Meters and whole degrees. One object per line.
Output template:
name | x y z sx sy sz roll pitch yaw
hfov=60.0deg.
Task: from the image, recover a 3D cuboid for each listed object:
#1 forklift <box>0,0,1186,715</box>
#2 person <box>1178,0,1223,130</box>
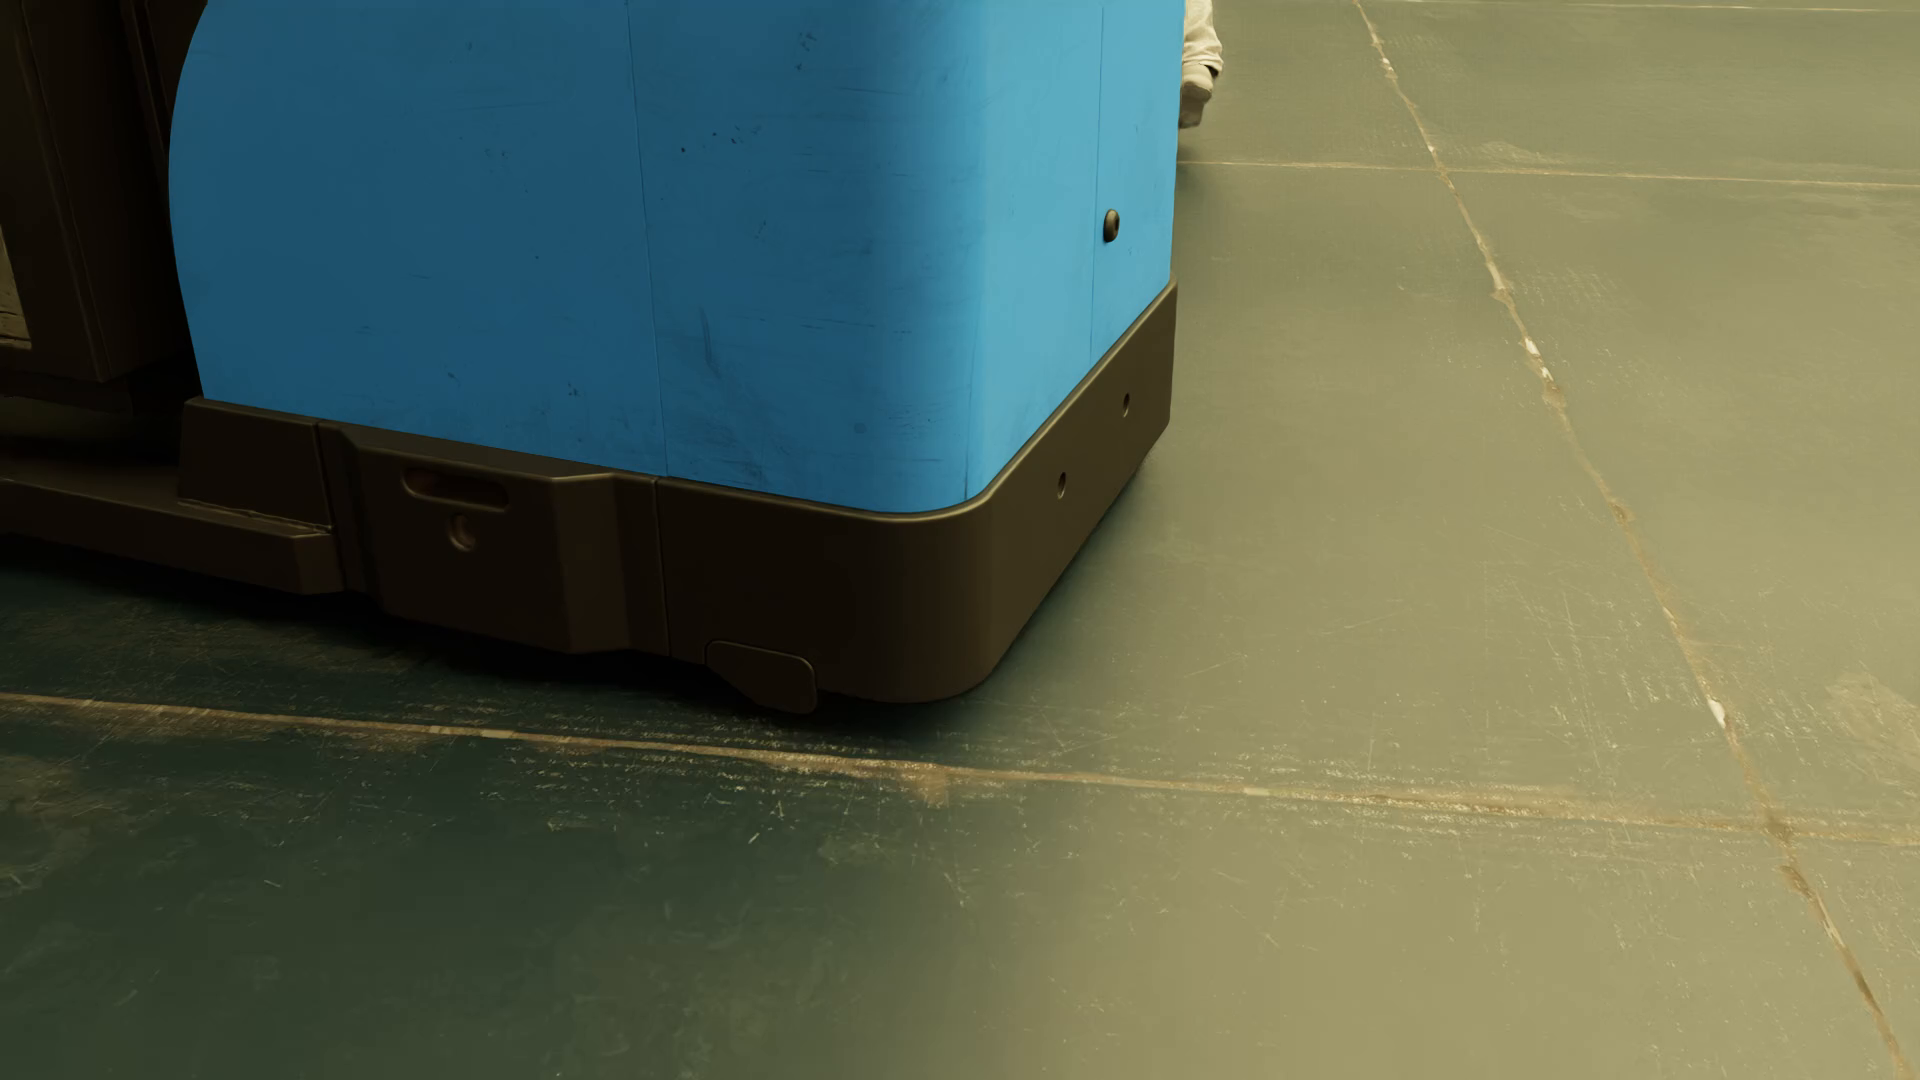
forklift | -1.225 -1.503 2.229 3.031 2.935 1.130 10 28 19
person | 0.438 -1.952 4.478 0.747 1.731 0.583 -3 27 -5
